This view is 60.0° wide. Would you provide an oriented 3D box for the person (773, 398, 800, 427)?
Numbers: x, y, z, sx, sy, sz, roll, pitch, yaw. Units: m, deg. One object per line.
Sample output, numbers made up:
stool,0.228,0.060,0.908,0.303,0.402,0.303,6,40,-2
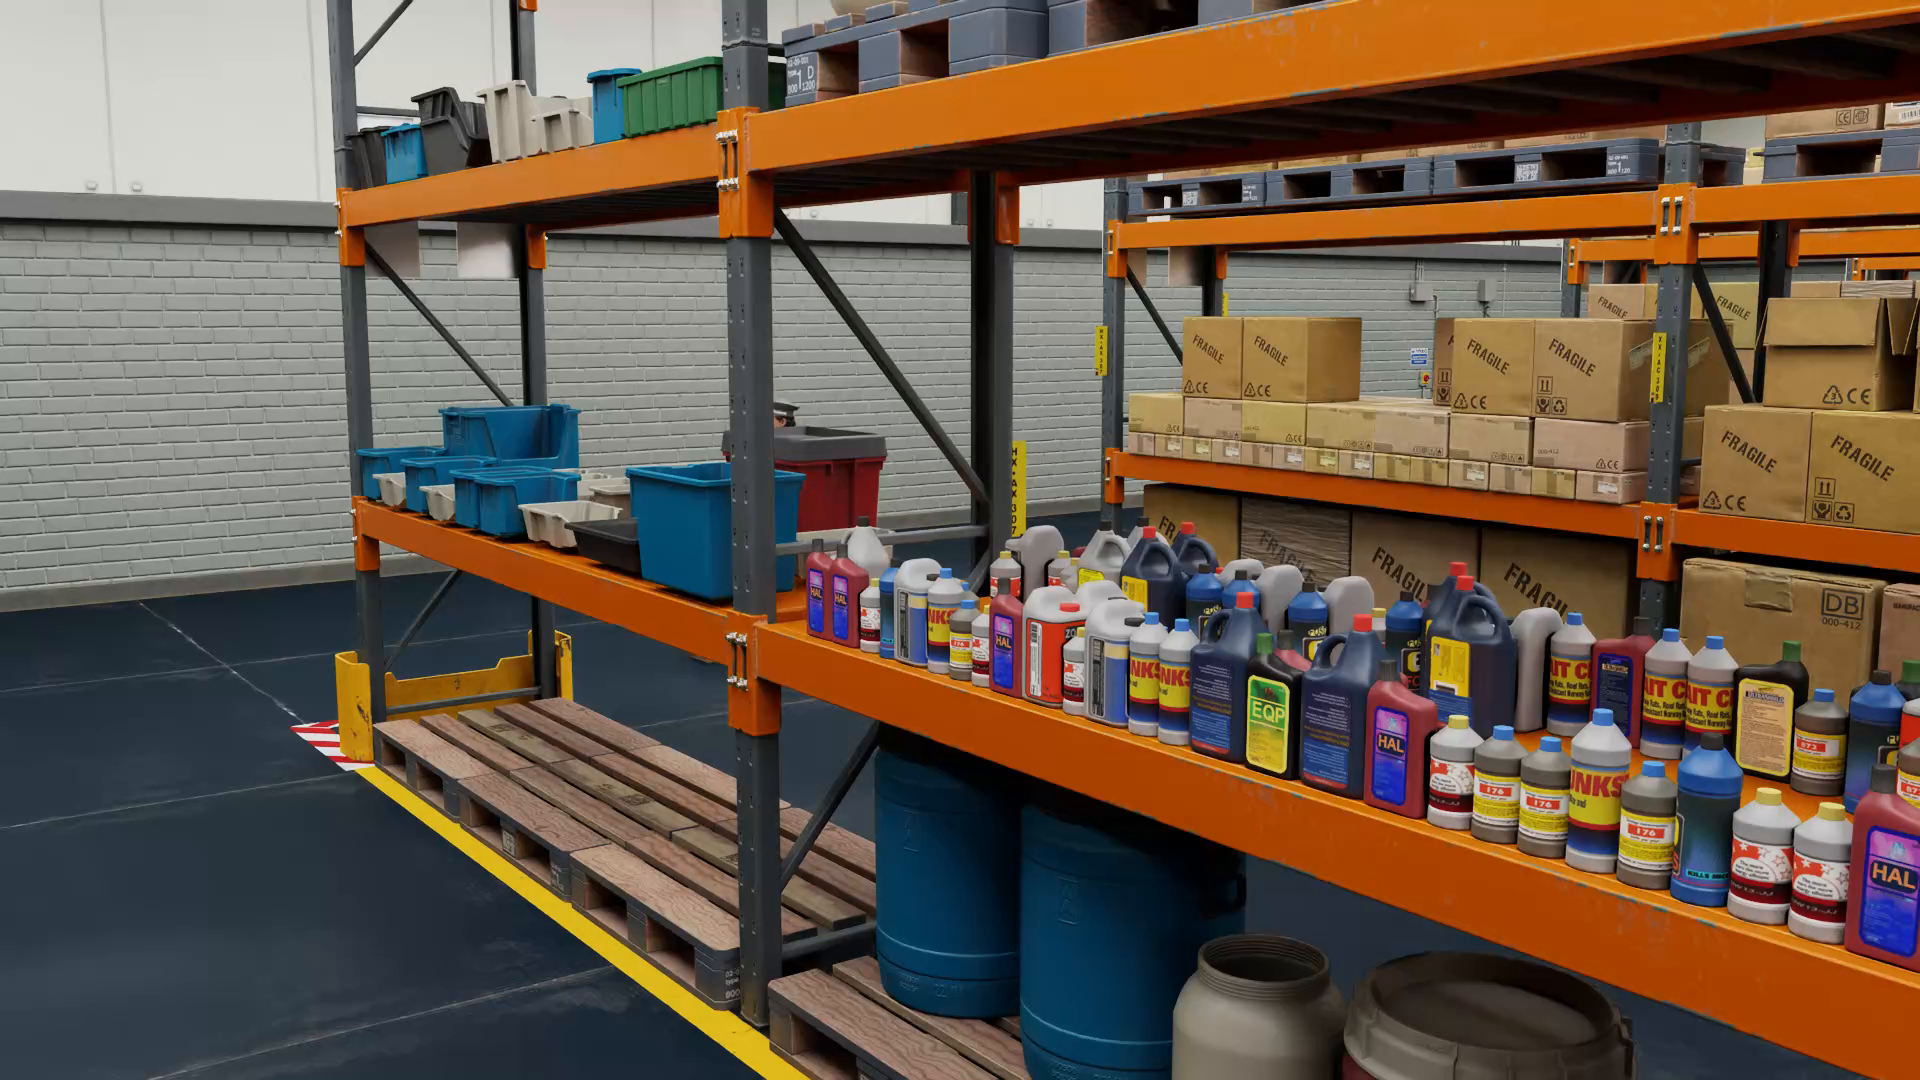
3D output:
person,-1.215,-0.090,11.002,0.334,1.712,0.516,-4,9,-28
